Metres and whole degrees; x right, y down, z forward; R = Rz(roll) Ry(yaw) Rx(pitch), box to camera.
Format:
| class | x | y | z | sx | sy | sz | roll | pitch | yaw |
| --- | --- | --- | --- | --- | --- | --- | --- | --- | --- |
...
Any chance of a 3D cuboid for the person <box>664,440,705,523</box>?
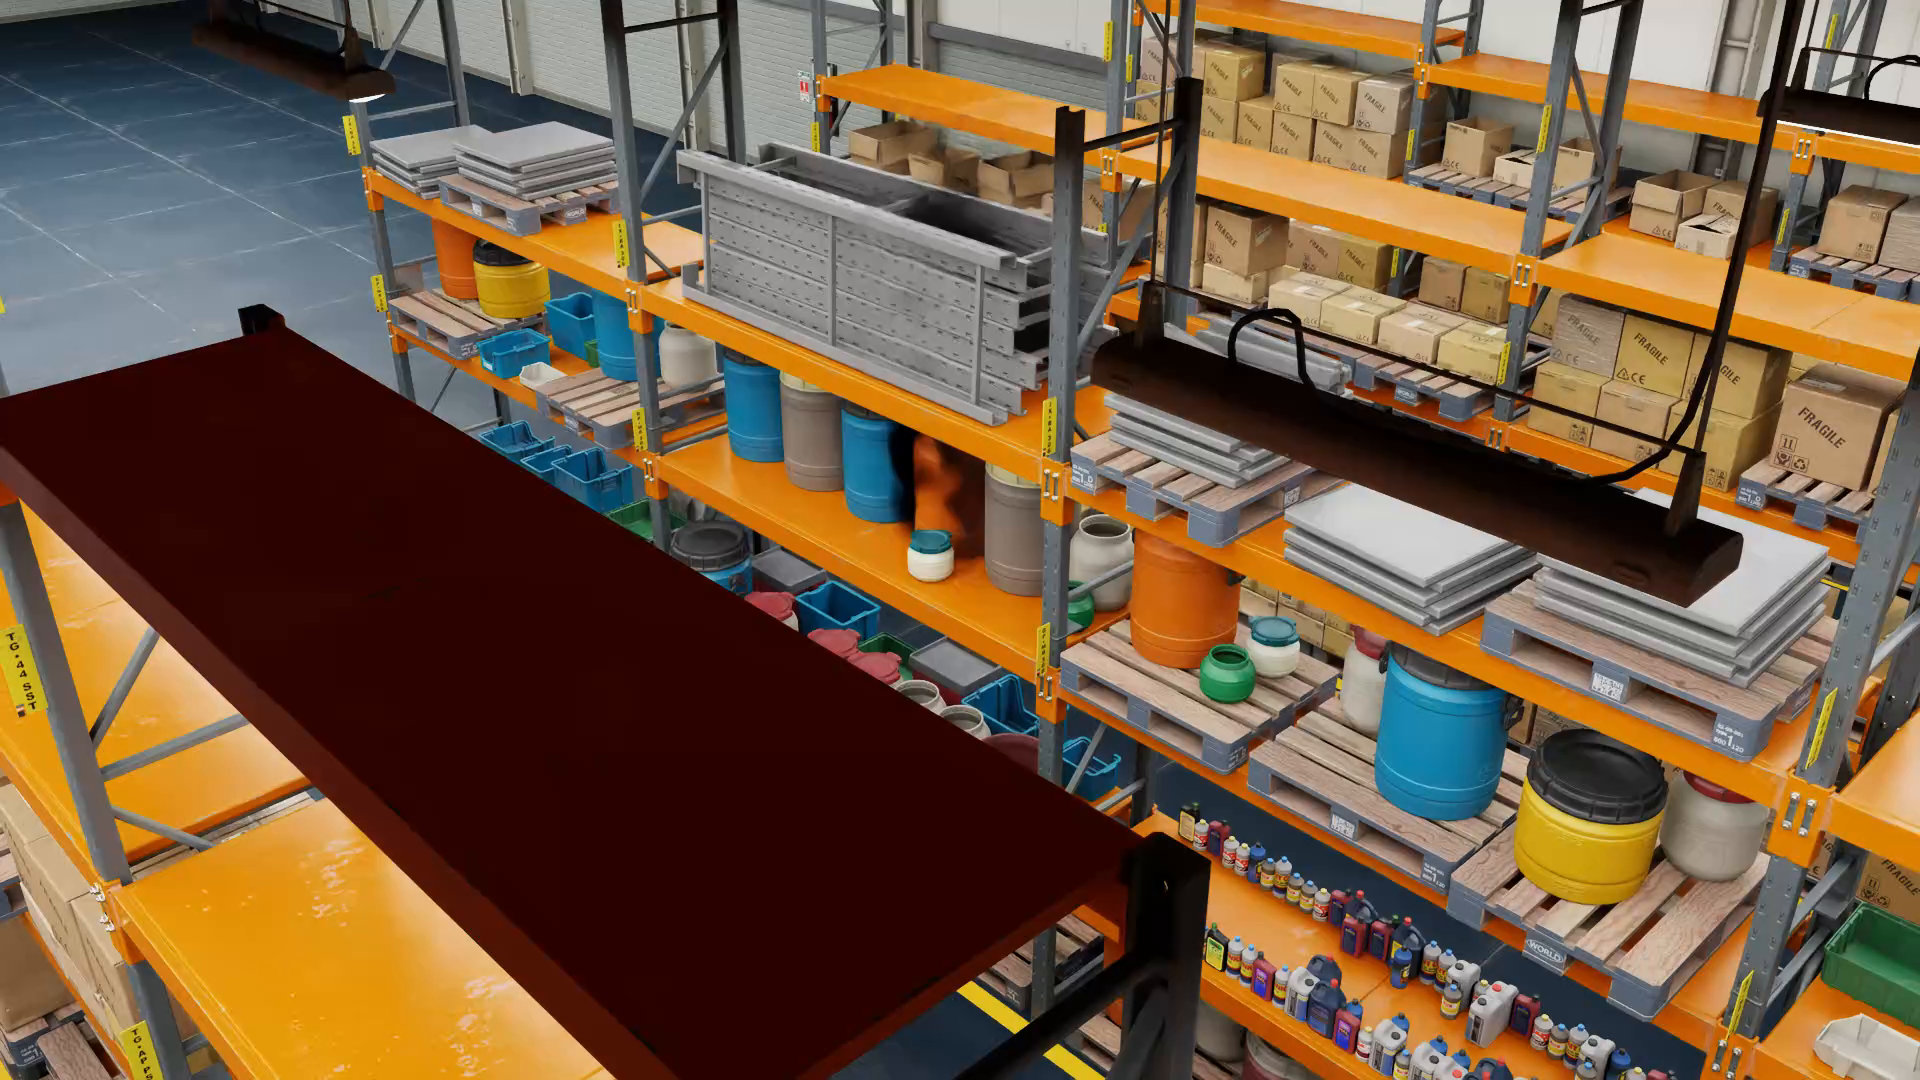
| class | x | y | z | sx | sy | sz | roll | pitch | yaw |
| --- | --- | --- | --- | --- | --- | --- | --- | --- | --- |
| person | -2.612 | -0.456 | 15.901 | 0.955 | 1.650 | 0.567 | 16 | 32 | 27 |
